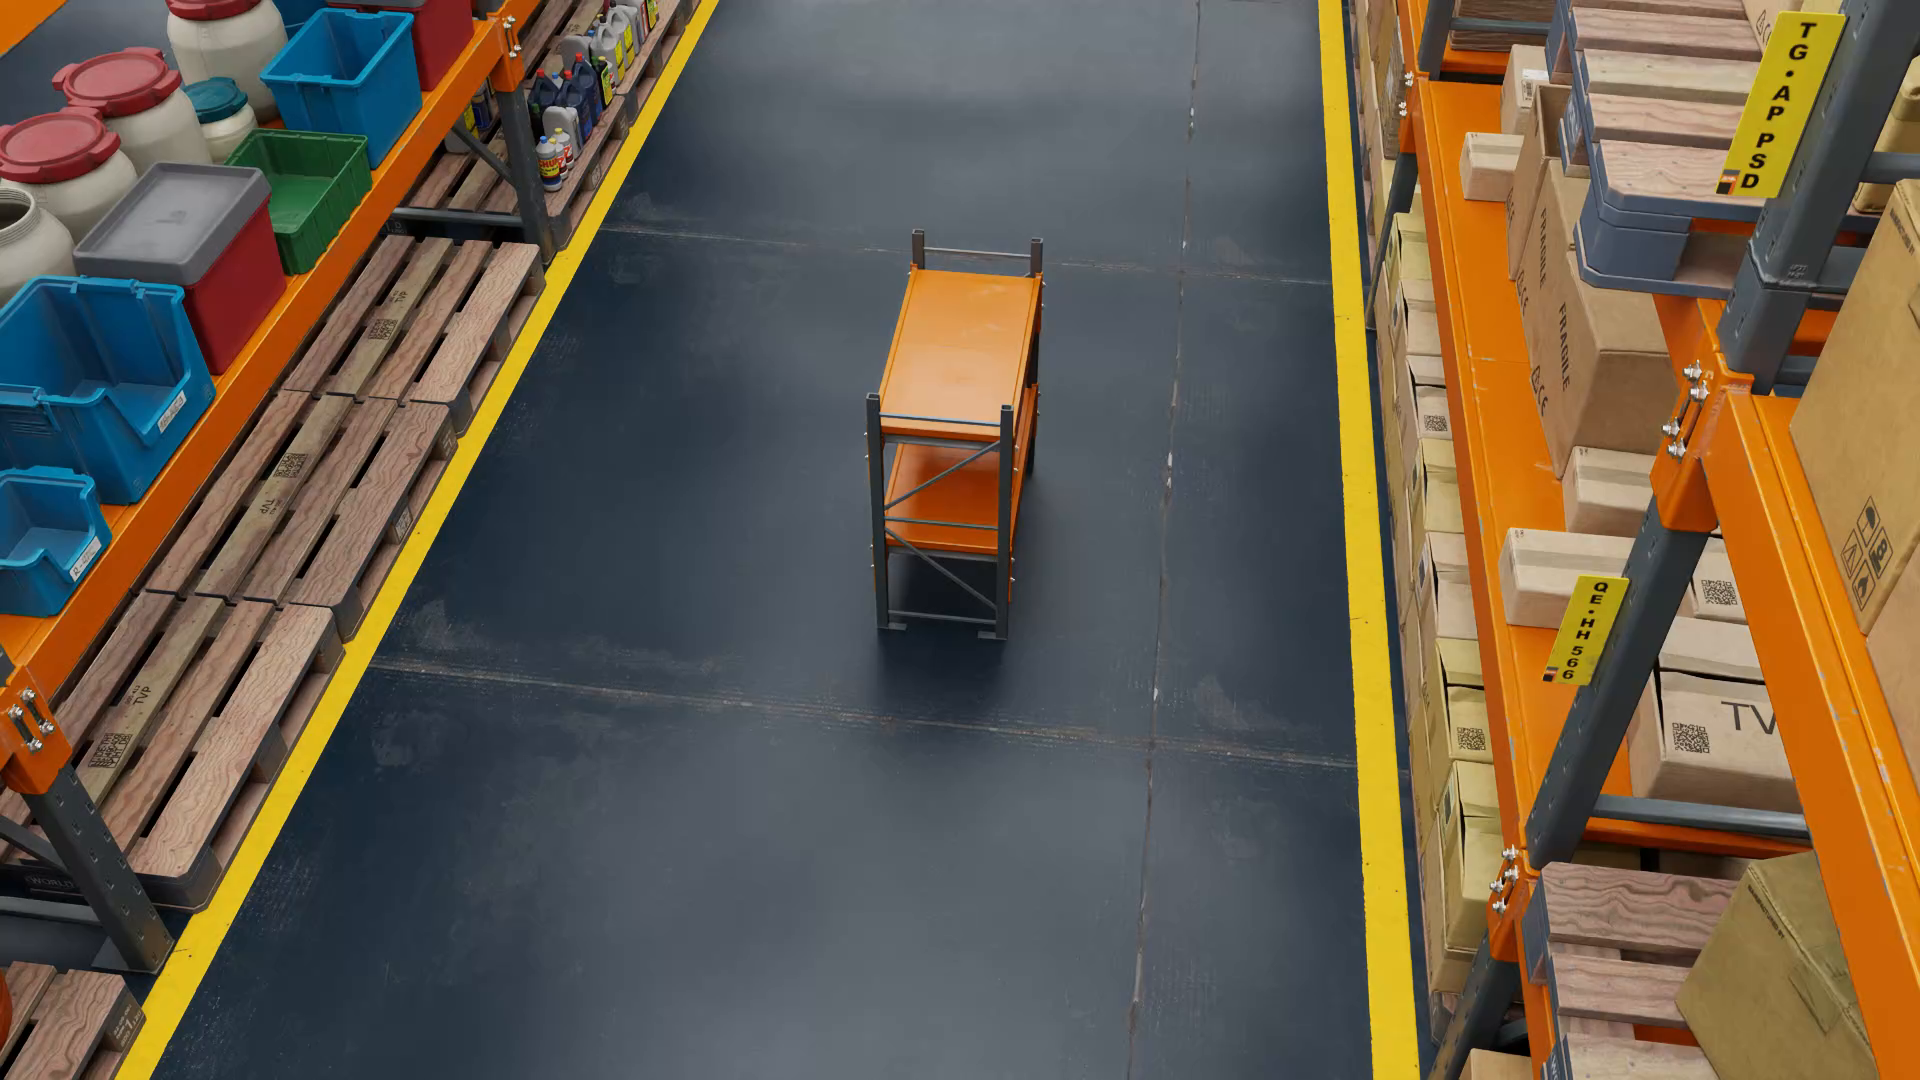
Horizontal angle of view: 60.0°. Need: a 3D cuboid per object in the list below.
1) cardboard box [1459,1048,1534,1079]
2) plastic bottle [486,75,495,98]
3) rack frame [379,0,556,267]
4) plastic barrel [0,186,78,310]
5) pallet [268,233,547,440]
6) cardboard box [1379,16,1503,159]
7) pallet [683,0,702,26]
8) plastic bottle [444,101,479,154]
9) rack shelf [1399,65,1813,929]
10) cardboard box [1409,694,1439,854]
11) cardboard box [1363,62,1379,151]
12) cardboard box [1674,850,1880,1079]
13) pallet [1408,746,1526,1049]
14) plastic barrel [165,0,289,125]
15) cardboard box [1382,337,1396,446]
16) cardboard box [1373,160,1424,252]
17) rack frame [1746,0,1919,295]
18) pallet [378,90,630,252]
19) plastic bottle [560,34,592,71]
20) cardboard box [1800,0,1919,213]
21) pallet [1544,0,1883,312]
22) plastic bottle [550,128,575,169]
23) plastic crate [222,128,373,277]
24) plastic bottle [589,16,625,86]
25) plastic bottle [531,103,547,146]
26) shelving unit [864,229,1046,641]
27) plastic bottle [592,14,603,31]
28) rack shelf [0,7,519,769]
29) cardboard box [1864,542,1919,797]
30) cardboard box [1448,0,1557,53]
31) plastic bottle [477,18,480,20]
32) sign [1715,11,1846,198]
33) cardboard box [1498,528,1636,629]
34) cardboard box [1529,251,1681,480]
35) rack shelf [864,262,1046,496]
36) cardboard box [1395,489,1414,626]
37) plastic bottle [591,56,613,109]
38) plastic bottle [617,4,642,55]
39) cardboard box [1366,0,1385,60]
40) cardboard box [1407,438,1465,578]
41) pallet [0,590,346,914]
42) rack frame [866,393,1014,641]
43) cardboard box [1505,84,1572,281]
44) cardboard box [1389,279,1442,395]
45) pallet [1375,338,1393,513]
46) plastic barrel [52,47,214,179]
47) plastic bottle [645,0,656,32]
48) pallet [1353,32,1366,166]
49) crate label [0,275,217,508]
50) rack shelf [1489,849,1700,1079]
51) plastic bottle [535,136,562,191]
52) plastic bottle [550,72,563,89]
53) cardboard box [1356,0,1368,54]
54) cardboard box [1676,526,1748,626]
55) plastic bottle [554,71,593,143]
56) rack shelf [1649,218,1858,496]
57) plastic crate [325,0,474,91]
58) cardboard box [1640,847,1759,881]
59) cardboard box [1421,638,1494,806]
[{"bbox_3d":[1.529,1.695,4.276,0.500,0.500,0.500,7,44,7],"label":"cardboard box"},{"bbox_3d":[-2.536,-2.514,8.879,0.061,0.283,0.133,5,44,6],"label":"plastic bottle"},{"bbox_3d":[-2.508,-2.516,7.226,1.000,3.000,0.127,5,44,6],"label":"rack frame"},{"bbox_3d":[-3.057,-0.838,5.372,0.421,0.512,0.421,0,43,0],"label":"plastic barrel"},{"bbox_3d":[-2.574,-0.965,7.616,1.003,0.211,1.213,5,44,6],"label":"pallet"},{"bbox_3d":[2.324,-2.165,8.004,0.500,0.500,0.500,5,44,6],"label":"cardboard box"},{"bbox_3d":[-2.055,-3.620,10.420,1.003,0.211,1.213,5,44,6],"label":"pallet"},{"bbox_3d":[-2.566,-2.166,8.463,0.144,0.351,0.185,5,44,6],"label":"plastic bottle"},{"bbox_3d":[2.137,-0.439,5.555,1.077,0.370,4.000,5,44,6],"label":"rack shelf"},{"bbox_3d":[1.765,0.776,5.443,0.500,0.250,0.500,5,44,5],"label":"cardboard box"},{"bbox_3d":[2.373,-2.235,8.623,0.500,0.250,0.500,5,44,6],"label":"cardboard box"},{"bbox_3d":[1.901,0.913,3.226,0.700,0.500,0.500,-8,44,-9],"label":"cardboard box"},{"bbox_3d":[2.020,1.118,5.416,1.003,0.211,1.213,5,44,6],"label":"pallet"},{"bbox_3d":[-2.852,-1.933,6.511,0.433,0.535,0.433,0,43,0],"label":"plastic barrel"},{"bbox_3d":[2.033,-0.617,6.914,0.500,0.250,0.500,6,44,7],"label":"cardboard box"},{"bbox_3d":[2.246,-1.553,7.903,0.500,0.250,0.500,5,44,6],"label":"cardboard box"},{"bbox_3d":[1.872,-1.516,1.806,1.000,3.000,0.127,5,44,6],"label":"rack frame"},{"bbox_3d":[-2.378,-1.958,8.664,1.003,0.211,1.213,5,44,6],"label":"pallet"},{"bbox_3d":[-2.059,-2.614,8.990,0.152,0.276,0.135,5,44,6],"label":"plastic bottle"},{"bbox_3d":[1.877,-0.839,3.076,0.500,0.250,0.500,2,43,2],"label":"cardboard box"},{"bbox_3d":[1.874,-0.829,3.399,1.213,0.211,1.003,7,44,7],"label":"pallet"},{"bbox_3d":[-2.005,-1.976,8.370,0.097,0.201,0.097,0,43,0],"label":"plastic bottle"},{"bbox_3d":[-2.459,-1.227,6.018,0.450,0.188,0.662,5,44,6],"label":"plastic crate"},{"bbox_3d":[-1.909,-2.645,8.968,0.144,0.351,0.185,5,44,5],"label":"plastic bottle"},{"bbox_3d":[-2.122,-2.099,8.441,0.061,0.283,0.133,5,44,6],"label":"plastic bottle"},{"bbox_3d":[-0.001,-0.404,6.358,0.538,1.125,1.048,5,44,6],"label":"shelving unit"},{"bbox_3d":[-1.993,-2.829,9.272,0.097,0.201,0.097,0,43,0],"label":"plastic bottle"},{"bbox_3d":[-2.773,-0.892,6.034,1.077,0.370,4.000,5,44,6],"label":"rack shelf"},{"bbox_3d":[1.781,0.185,2.118,0.910,0.500,0.500,5,44,6],"label":"cardboard box"},{"bbox_3d":[2.454,-2.403,7.033,0.700,0.500,0.500,4,44,4],"label":"cardboard box"},{"bbox_3d":[-2.613,-2.764,9.152,0.097,0.271,0.097,0,43,0],"label":"plastic bottle"},{"bbox_3d":[1.323,-0.699,2.691,0.100,0.325,0.005,5,44,6],"label":"sign"},{"bbox_3d":[1.717,0.116,4.629,0.380,0.149,0.250,5,44,6],"label":"cardboard box"},{"bbox_3d":[2.078,-0.519,5.043,0.500,0.500,0.500,3,44,3],"label":"cardboard box"},{"bbox_3d":[-0.001,-0.616,6.157,0.538,0.278,1.000,5,44,6],"label":"rack shelf"},{"bbox_3d":[1.899,0.083,6.175,0.500,0.250,0.500,6,44,6],"label":"cardboard box"},{"bbox_3d":[-1.902,-2.439,8.800,0.061,0.283,0.133,7,44,7],"label":"plastic bottle"},{"bbox_3d":[-1.866,-2.858,9.247,0.152,0.276,0.135,4,44,4],"label":"plastic bottle"},{"bbox_3d":[2.438,-2.849,8.726,0.500,0.500,0.500,5,44,6],"label":"cardboard box"},{"bbox_3d":[1.898,-0.114,5.976,0.500,0.311,0.500,6,44,7],"label":"cardboard box"},{"bbox_3d":[-2.896,0.698,5.859,1.003,0.211,1.213,5,44,6],"label":"pallet"},{"bbox_3d":[-0.068,-0.057,5.992,0.500,1.125,0.032,5,44,6],"label":"rack frame"},{"bbox_3d":[2.214,-1.219,5.783,0.500,0.500,0.500,8,44,9],"label":"cardboard box"},{"bbox_3d":[2.028,-0.821,6.722,0.500,0.311,0.500,5,44,5],"label":"cardboard box"},{"bbox_3d":[2.342,-0.545,7.172,1.003,0.211,1.213,5,44,6],"label":"pallet"},{"bbox_3d":[-2.949,-1.433,5.983,0.433,0.535,0.433,0,43,0],"label":"plastic barrel"},{"bbox_3d":[-1.785,-3.043,9.438,0.061,0.283,0.133,6,44,7],"label":"plastic bottle"},{"bbox_3d":[2.707,-2.423,9.155,1.003,0.211,1.213,5,44,6],"label":"pallet"},{"bbox_3d":[-2.638,-0.455,5.024,0.502,0.435,0.616,5,44,6],"label":"crate label"},{"bbox_3d":[1.608,2.287,2.676,1.077,0.370,4.000,5,44,6],"label":"rack shelf"},{"bbox_3d":[-2.032,-1.863,8.200,0.097,0.271,0.097,0,43,0],"label":"plastic bottle"},{"bbox_3d":[-2.091,-2.307,8.670,0.097,0.271,0.097,0,43,0],"label":"plastic bottle"},{"bbox_3d":[2.510,-2.916,9.343,0.500,0.250,0.500,5,44,6],"label":"cardboard box"},{"bbox_3d":[2.183,0.103,4.524,0.500,0.311,0.500,5,44,5],"label":"cardboard box"},{"bbox_3d":[-1.990,-2.226,8.526,0.144,0.351,0.185,6,44,7],"label":"plastic bottle"},{"bbox_3d":[2.137,-1.528,4.524,1.077,0.370,4.000,5,44,6],"label":"rack shelf"},{"bbox_3d":[-2.269,-2.182,6.826,0.402,0.464,0.583,5,44,6],"label":"plastic crate"},{"bbox_3d":[2.233,0.975,4.825,0.500,0.311,0.500,7,44,7],"label":"cardboard box"},{"bbox_3d":[1.760,0.571,5.252,0.500,0.311,0.500,5,44,5],"label":"cardboard box"}]
